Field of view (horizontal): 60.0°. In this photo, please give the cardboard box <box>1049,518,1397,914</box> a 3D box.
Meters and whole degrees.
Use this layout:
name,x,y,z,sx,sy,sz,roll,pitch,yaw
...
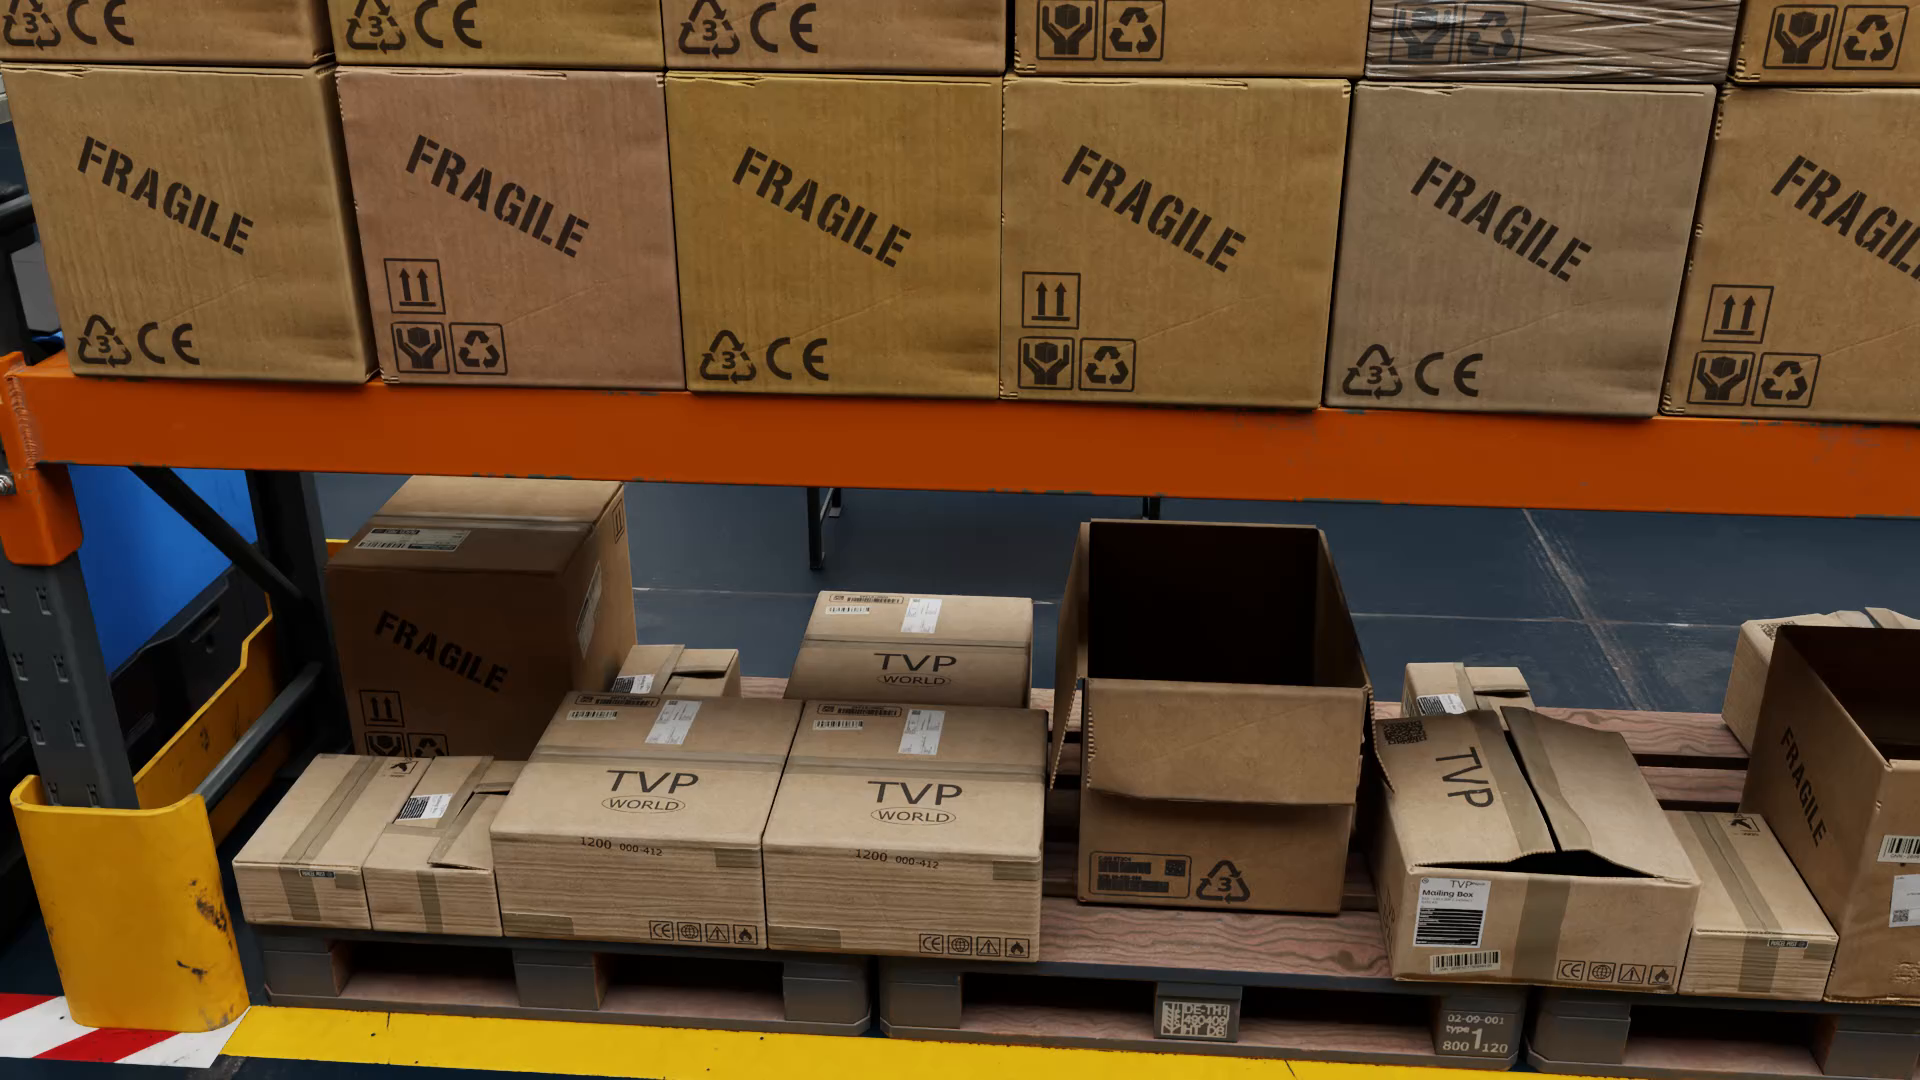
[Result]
name,x,y,z,sx,sy,sz,roll,pitch,yaw
cardboard box,0.510,0.338,3.386,0.637,0.503,0.797,2,25,4

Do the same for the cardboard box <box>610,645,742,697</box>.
name,x,y,z,sx,sy,sz,roll,pitch,yaw
cardboard box,-0.647,0.387,3.685,0.250,0.166,0.380,2,25,4

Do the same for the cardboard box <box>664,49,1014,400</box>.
name,x,y,z,sx,sy,sz,roll,pitch,yaw
cardboard box,-0.167,-0.556,2.750,0.500,0.500,0.500,2,25,4

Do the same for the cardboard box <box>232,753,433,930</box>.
name,x,y,z,sx,sy,sz,roll,pitch,yaw
cardboard box,-1.214,0.586,3.272,0.250,0.149,0.380,2,25,4

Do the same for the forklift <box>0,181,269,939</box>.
name,x,y,z,sx,sy,sz,roll,pitch,yaw
forklift,-2.508,-0.525,2.884,1.130,2.935,3.031,2,25,4

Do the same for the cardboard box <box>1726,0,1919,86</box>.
name,x,y,z,sx,sy,sz,roll,pitch,yaw
cardboard box,1.349,-0.961,2.435,0.500,0.500,0.500,1,25,3

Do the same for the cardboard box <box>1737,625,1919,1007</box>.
name,x,y,z,sx,sy,sz,roll,pitch,yaw
cardboard box,1.794,0.498,3.044,0.500,0.500,0.500,2,25,4

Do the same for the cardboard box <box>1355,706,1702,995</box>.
name,x,y,z,sx,sy,sz,roll,pitch,yaw
cardboard box,1.046,0.560,3.136,0.500,0.311,0.500,2,25,4

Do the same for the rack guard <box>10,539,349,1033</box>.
name,x,y,z,sx,sy,sz,roll,pitch,yaw
rack guard,-1.529,0.472,3.626,0.348,0.500,1.175,2,25,4

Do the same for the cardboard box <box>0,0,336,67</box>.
name,x,y,z,sx,sy,sz,roll,pitch,yaw
cardboard box,-1.182,-1.041,2.609,0.500,0.500,0.500,3,25,6

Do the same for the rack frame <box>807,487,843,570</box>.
name,x,y,z,sx,sy,sz,roll,pitch,yaw
rack frame,-0.422,-0.695,4.966,0.032,1.500,0.500,2,25,4

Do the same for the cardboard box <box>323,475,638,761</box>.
name,x,y,z,sx,sy,sz,roll,pitch,yaw
cardboard box,-1.044,0.185,3.725,0.500,0.500,0.500,2,25,4

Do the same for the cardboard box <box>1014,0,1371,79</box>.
name,x,y,z,sx,sy,sz,roll,pitch,yaw
cardboard box,0.344,-0.994,2.506,0.500,0.500,0.500,2,25,4

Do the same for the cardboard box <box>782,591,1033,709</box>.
name,x,y,z,sx,sy,sz,roll,pitch,yaw
cardboard box,-0.099,0.341,3.684,0.500,0.250,0.500,2,25,4

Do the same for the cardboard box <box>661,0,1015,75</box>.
name,x,y,z,sx,sy,sz,roll,pitch,yaw
cardboard box,-0.162,-1.010,2.540,0.500,0.500,0.500,2,25,5

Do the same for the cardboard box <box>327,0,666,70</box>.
name,x,y,z,sx,sy,sz,roll,pitch,yaw
cardboard box,-0.661,-1.028,2.580,0.500,0.500,0.500,2,25,5

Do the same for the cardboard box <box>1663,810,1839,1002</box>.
name,x,y,z,sx,sy,sz,roll,pitch,yaw
cardboard box,1.415,0.670,3.089,0.250,0.149,0.380,2,25,4

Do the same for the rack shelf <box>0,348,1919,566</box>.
name,x,y,z,sx,sy,sz,roll,pitch,yaw
rack shelf,0.389,-0.275,3.120,4.000,0.370,1.077,2,25,4

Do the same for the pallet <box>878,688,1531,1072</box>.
name,x,y,z,sx,sy,sz,roll,pitch,yaw
pallet,0.479,0.669,3.545,1.213,0.211,1.003,2,25,4

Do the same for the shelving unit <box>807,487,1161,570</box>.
name,x,y,z,sx,sy,sz,roll,pitch,yaw
shelving unit,0.085,-0.679,4.931,1.048,1.500,0.538,2,25,4

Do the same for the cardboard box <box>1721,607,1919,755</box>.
name,x,y,z,sx,sy,sz,roll,pitch,yaw
cardboard box,1.982,0.380,3.526,0.500,0.311,0.500,2,25,4

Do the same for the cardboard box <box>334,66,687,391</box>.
name,x,y,z,sx,sy,sz,roll,pitch,yaw
cardboard box,-0.668,-0.573,2.787,0.500,0.500,0.500,2,25,3

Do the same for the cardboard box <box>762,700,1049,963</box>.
name,x,y,z,sx,sy,sz,roll,pitch,yaw
cardboard box,-0.087,0.551,3.227,0.500,0.250,0.500,2,25,4

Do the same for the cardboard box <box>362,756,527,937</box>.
name,x,y,z,sx,sy,sz,roll,pitch,yaw
cardboard box,-0.964,0.586,3.251,0.250,0.166,0.380,2,25,4

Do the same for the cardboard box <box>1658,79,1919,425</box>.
name,x,y,z,sx,sy,sz,roll,pitch,yaw
cardboard box,1.351,-0.508,2.647,0.500,0.500,0.500,3,25,5

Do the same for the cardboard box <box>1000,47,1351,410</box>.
name,x,y,z,sx,sy,sz,roll,pitch,yaw
cardboard box,0.331,-0.539,2.713,0.500,0.500,0.500,2,25,5

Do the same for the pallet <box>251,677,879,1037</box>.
name,x,y,z,sx,sy,sz,roll,pitch,yaw
pallet,-0.734,0.629,3.632,1.213,0.211,1.003,2,25,4

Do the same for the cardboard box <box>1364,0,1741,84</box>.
name,x,y,z,sx,sy,sz,roll,pitch,yaw
cardboard box,0.846,-0.977,2.470,0.500,0.500,0.500,2,25,4

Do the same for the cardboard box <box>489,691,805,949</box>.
name,x,y,z,sx,sy,sz,roll,pitch,yaw
cardboard box,-0.586,0.535,3.262,0.500,0.250,0.500,2,25,4

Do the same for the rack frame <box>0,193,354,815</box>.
name,x,y,z,sx,sy,sz,roll,pitch,yaw
rack frame,-1.605,-0.666,3.109,0.127,3.000,1.000,2,25,4

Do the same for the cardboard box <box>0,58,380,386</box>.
name,x,y,z,sx,sy,sz,roll,pitch,yaw
cardboard box,-1.182,-0.587,2.818,0.500,0.500,0.500,2,25,5

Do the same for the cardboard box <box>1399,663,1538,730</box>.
name,x,y,z,sx,sy,sz,roll,pitch,yaw
cardboard box,1.118,0.422,3.607,0.250,0.166,0.380,2,25,4

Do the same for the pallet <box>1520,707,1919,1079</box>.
name,x,y,z,sx,sy,sz,roll,pitch,yaw
pallet,1.699,0.707,3.462,1.213,0.211,1.003,2,25,4

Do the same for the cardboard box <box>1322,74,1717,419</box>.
name,x,y,z,sx,sy,sz,roll,pitch,yaw
cardboard box,0.839,-0.524,2.680,0.500,0.500,0.500,2,25,5

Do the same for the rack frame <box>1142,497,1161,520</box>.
name,x,y,z,sx,sy,sz,roll,pitch,yaw
rack frame,0.592,-0.662,4.895,0.032,1.500,0.500,2,25,4
